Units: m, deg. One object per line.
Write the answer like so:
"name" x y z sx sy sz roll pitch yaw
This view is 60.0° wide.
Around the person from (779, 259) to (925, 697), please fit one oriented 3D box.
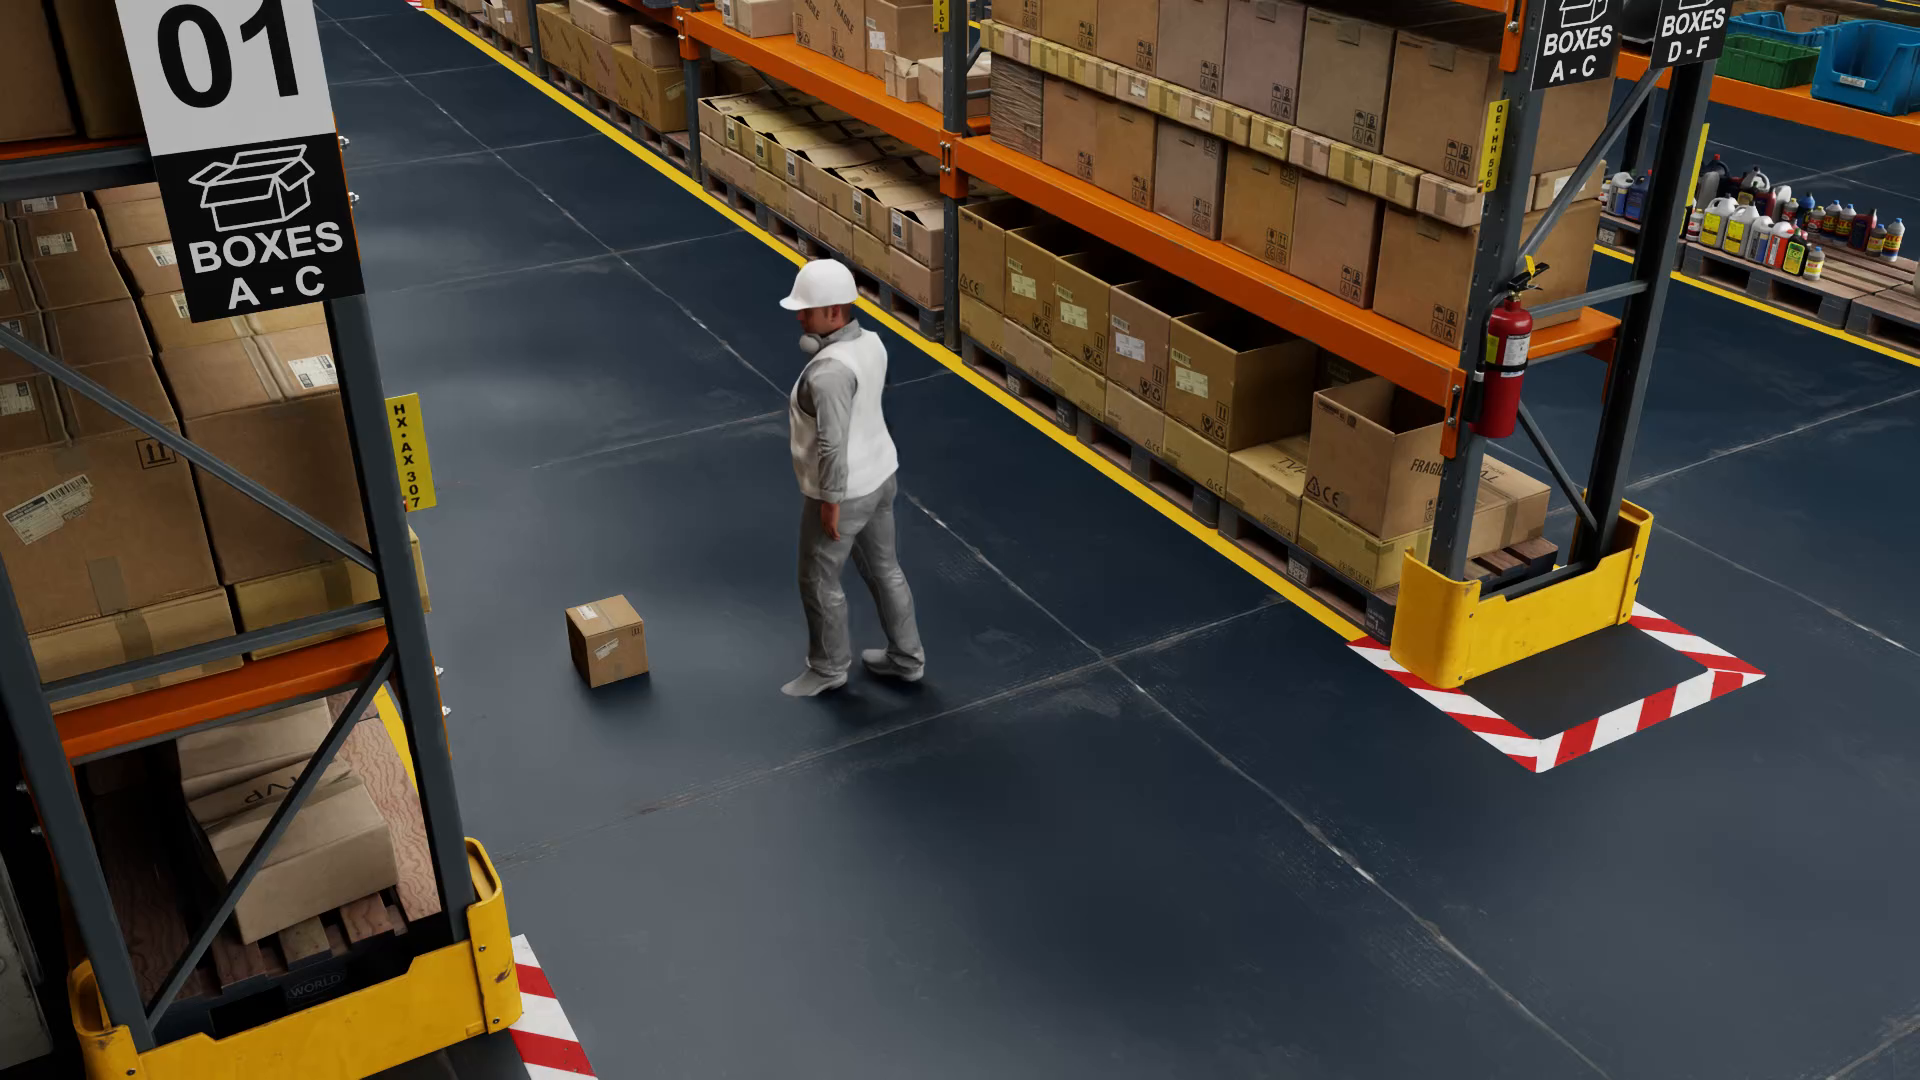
"person" -0.400 -0.198 6.493 0.563 1.824 0.557 11 31 20
